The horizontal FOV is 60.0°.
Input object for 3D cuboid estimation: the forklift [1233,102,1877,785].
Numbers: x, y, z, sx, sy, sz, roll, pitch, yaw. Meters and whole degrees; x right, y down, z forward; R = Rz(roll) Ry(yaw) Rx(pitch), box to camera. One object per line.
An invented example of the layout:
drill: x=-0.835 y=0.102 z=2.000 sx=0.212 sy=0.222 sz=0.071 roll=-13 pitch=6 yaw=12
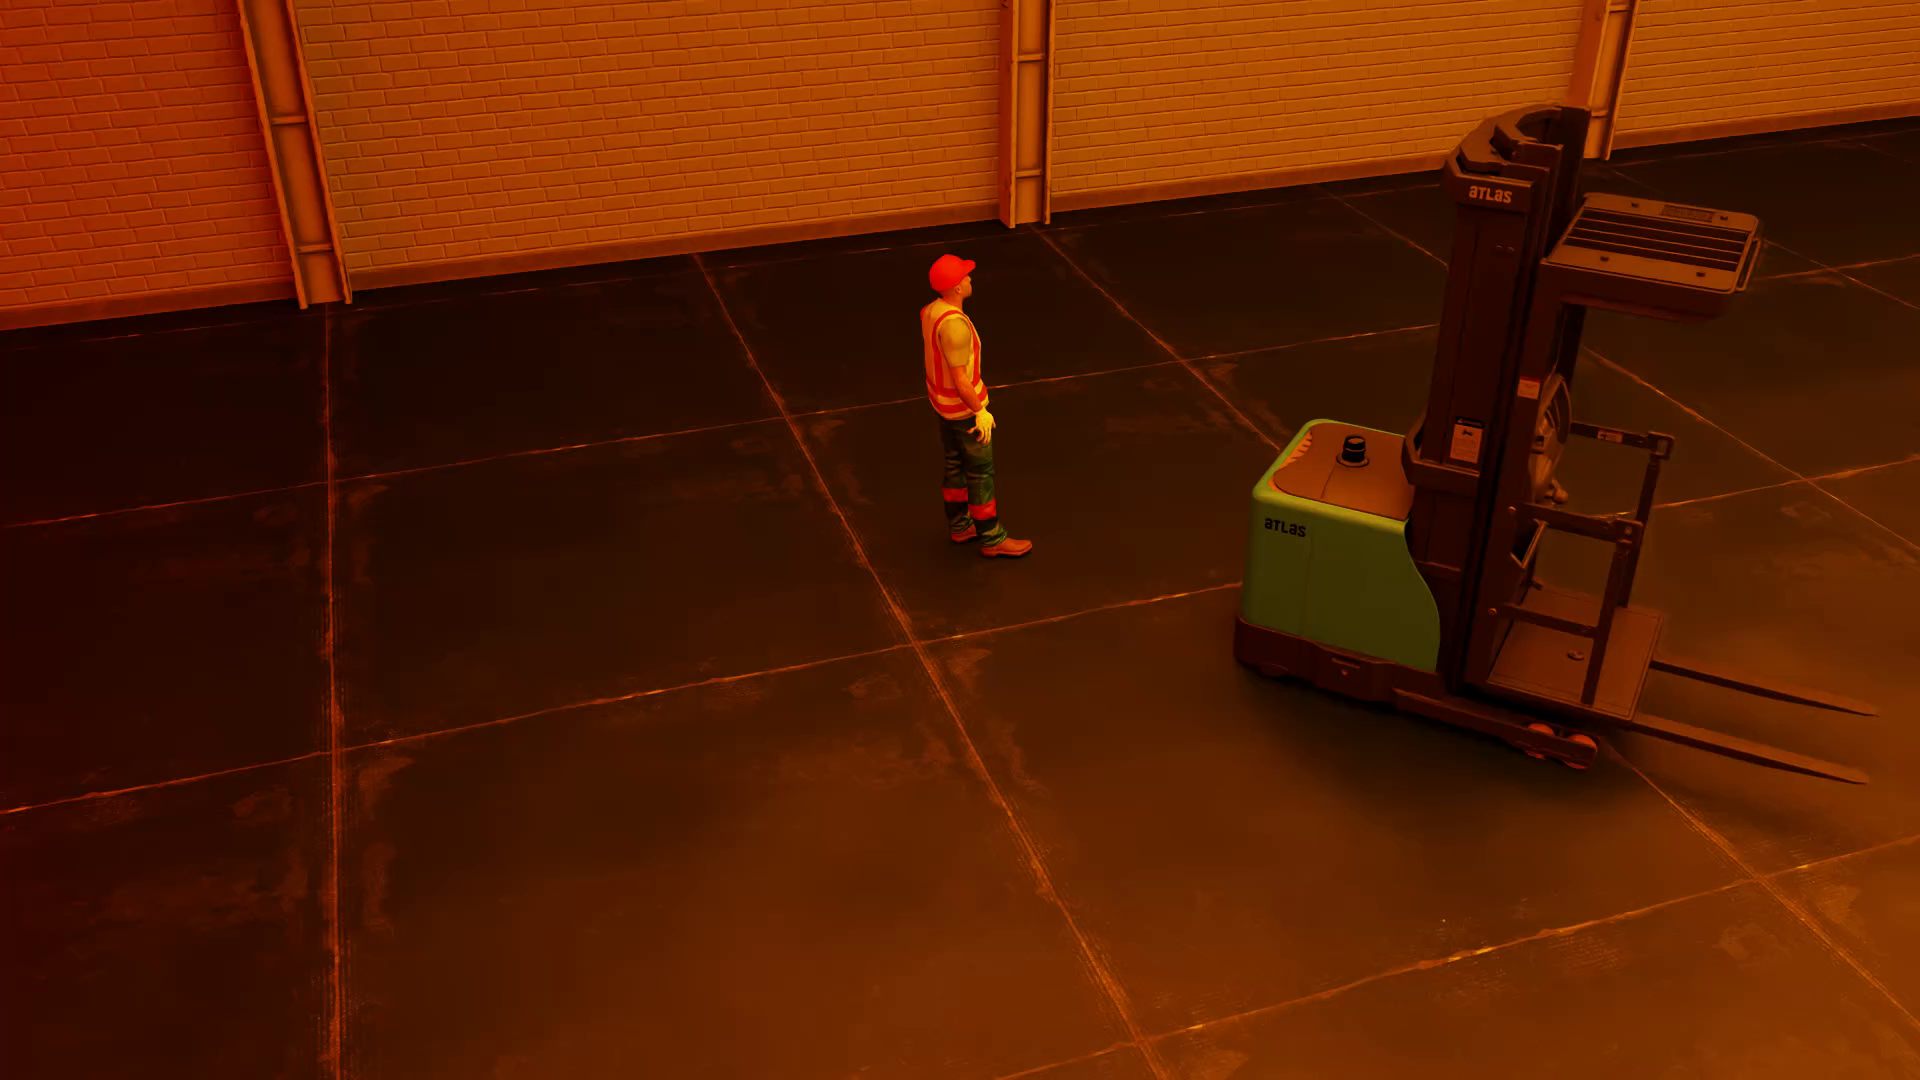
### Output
forklift: x=2.996 y=-0.459 z=7.886 sx=3.031 sy=2.935 sz=1.130 roll=15 pitch=33 yaw=24

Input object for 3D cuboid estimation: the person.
person: x=0.080 y=-0.789 z=9.589 sx=0.564 sy=1.787 sz=0.638 roll=-10 pitch=31 yaw=-16
